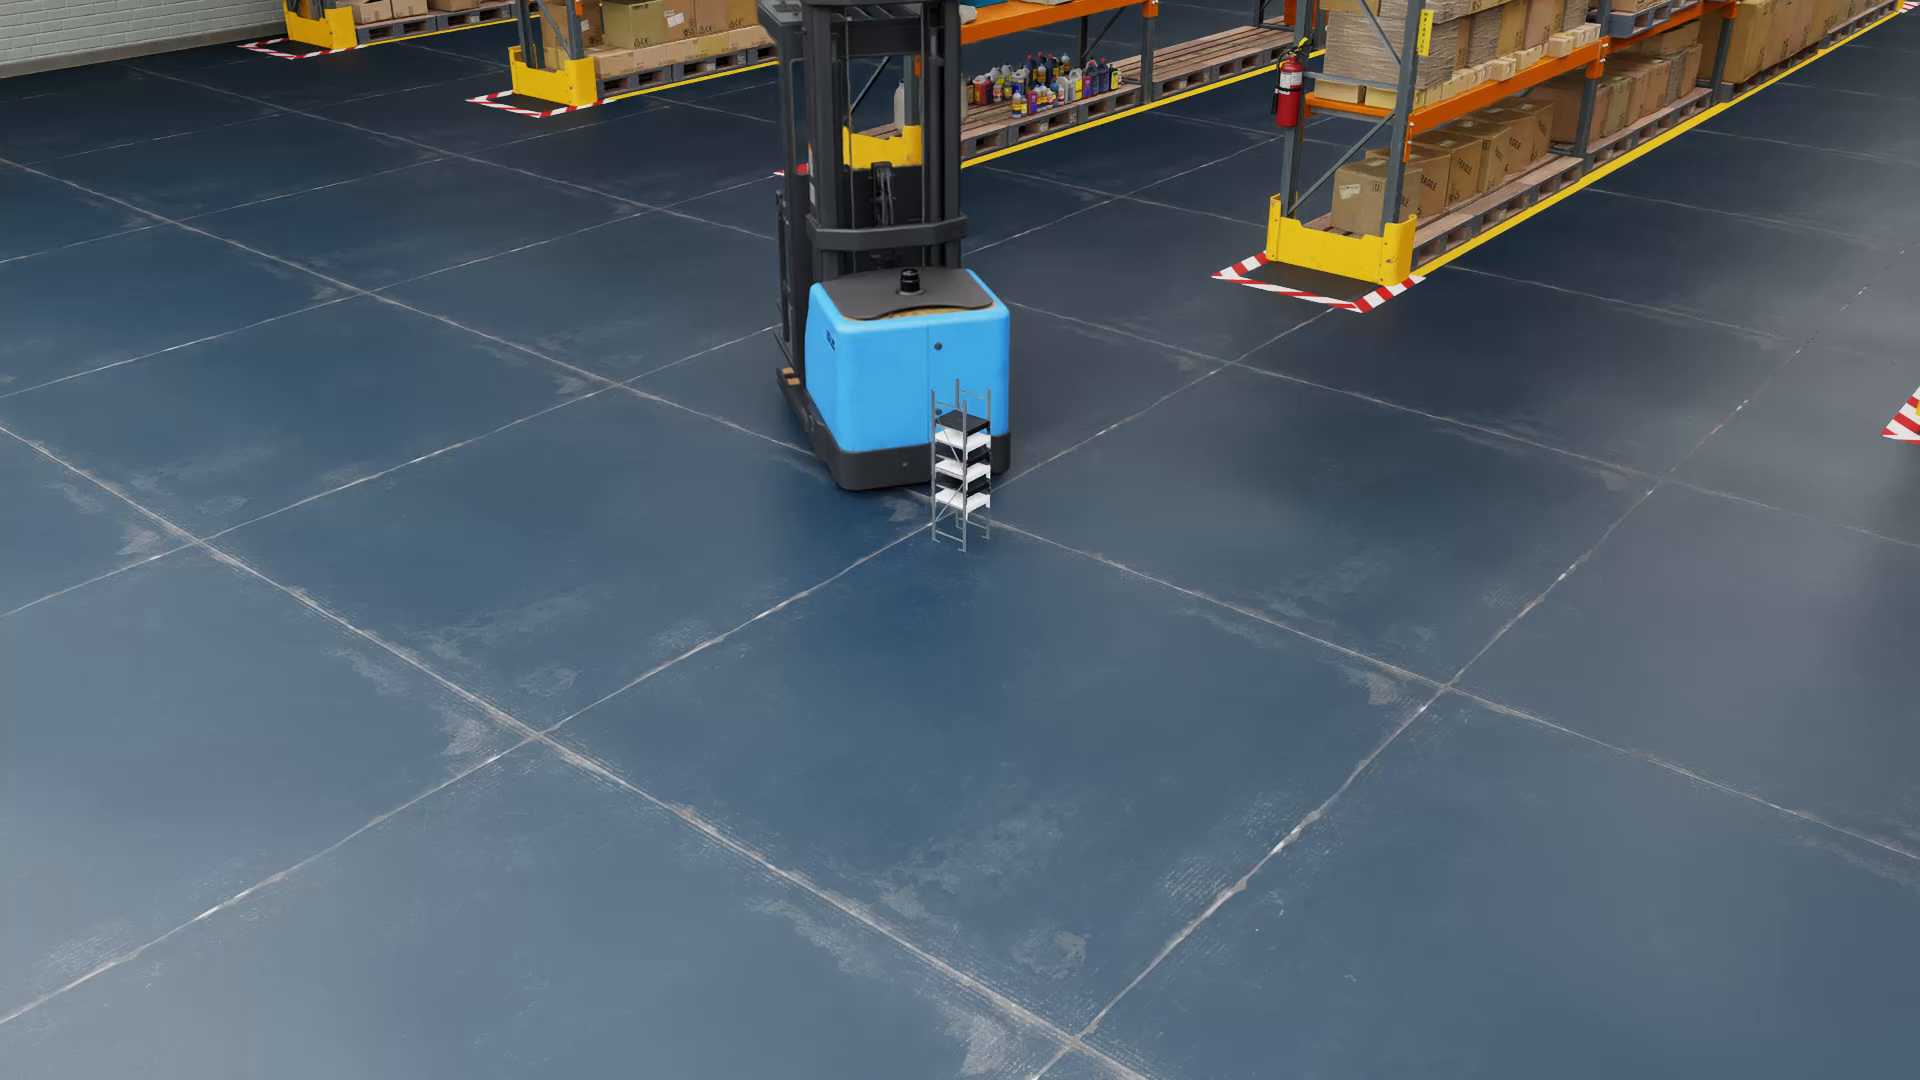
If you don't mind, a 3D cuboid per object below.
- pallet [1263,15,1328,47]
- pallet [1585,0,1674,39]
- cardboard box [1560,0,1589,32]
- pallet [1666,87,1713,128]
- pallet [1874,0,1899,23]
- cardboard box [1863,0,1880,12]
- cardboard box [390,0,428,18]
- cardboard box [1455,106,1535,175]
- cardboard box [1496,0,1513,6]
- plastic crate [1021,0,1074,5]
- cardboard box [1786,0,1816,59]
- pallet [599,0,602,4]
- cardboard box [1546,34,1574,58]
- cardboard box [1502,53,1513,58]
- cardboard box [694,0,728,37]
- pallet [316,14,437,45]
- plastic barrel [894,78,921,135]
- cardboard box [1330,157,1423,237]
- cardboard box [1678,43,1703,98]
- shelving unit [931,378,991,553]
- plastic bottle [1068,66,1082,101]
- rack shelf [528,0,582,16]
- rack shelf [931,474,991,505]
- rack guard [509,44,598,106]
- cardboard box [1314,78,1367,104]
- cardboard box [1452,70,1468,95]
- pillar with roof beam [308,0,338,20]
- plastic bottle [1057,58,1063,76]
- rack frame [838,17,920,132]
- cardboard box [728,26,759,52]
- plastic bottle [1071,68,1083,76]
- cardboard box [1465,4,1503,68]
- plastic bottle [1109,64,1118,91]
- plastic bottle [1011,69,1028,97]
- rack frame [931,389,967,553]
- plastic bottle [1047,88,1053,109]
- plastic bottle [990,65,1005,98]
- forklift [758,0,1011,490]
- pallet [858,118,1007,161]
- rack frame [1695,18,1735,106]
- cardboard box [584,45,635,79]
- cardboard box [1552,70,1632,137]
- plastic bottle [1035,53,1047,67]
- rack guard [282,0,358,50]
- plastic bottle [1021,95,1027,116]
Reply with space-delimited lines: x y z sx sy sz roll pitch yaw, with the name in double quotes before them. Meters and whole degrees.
"pallet" 4.751 -6.864 22.289 1.003 0.211 1.213 21 34 34
"pallet" 6.158 -5.088 16.030 1.003 0.211 1.213 21 34 34
"cardboard box" 5.225 -4.980 15.180 0.875 0.500 0.500 21 34 34
"pallet" 7.605 -4.848 18.392 1.003 0.211 1.213 21 34 34
"pallet" 12.744 -7.655 23.817 1.003 0.211 1.213 21 34 34
"cardboard box" 12.268 -7.870 23.053 0.875 0.875 0.875 21 34 34
"cardboard box" -7.579 -7.292 22.529 0.500 0.311 0.500 24 36 38
"cardboard box" 4.915 -3.686 15.374 0.500 0.500 0.500 -16 31 -28
"cardboard box" 4.215 -4.616 13.387 0.500 0.500 0.500 21 34 34
"plastic crate" 0.900 -5.626 17.147 0.530 0.136 0.437 21 34 34
"cardboard box" 9.688 -6.475 20.356 1.225 0.875 0.875 19 33 33
"pallet" -5.413 -8.326 25.115 1.003 0.211 1.213 21 34 34
"cardboard box" 5.205 -4.393 14.751 0.380 0.149 0.250 21 34 34
"cardboard box" 4.466 -4.078 14.141 0.380 0.149 0.250 21 34 34
"cardboard box" -3.158 -6.378 20.034 0.500 0.500 0.500 21 34 34
"pallet" -7.859 -6.936 22.428 1.003 0.211 1.213 21 34 34
"plastic barrel" -0.447 -4.312 16.571 0.421 0.512 0.421 0 27 0
"cardboard box" 3.425 -2.820 13.700 0.500 0.500 0.500 -21 34 -35
"cardboard box" 7.693 -5.205 18.289 0.700 0.500 0.500 19 33 32
"shelving unit" 0.005 -0.403 9.049 0.258 0.900 0.210 21 34 34
"plastic bottle" 1.223 -4.916 17.893 0.144 0.351 0.185 21 34 34
"rack shelf" -3.355 -6.813 19.938 1.077 0.370 4.000 21 34 34
"rack shelf" 0.005 -0.293 9.105 0.258 0.077 0.200 21 34 34
"rack guard" -4.642 -5.305 18.960 1.175 0.500 0.348 21 34 34
"cardboard box" 3.037 -3.577 13.173 0.380 0.149 0.250 21 34 34
"cardboard box" 3.868 -3.709 13.428 0.380 0.149 0.250 21 34 34
"pillar with roof beam" -5.352 -9.777 18.356 9.100 9.000 0.400 21 34 34
"plastic bottle" 1.094 -5.243 18.598 0.061 0.283 0.133 21 34 34
"rack frame" -0.807 -4.975 15.601 1.000 3.000 0.127 21 34 34
"cardboard box" -2.841 -6.223 20.550 0.500 0.250 0.500 21 34 34
"plastic bottle" 1.298 -5.032 18.198 0.152 0.276 0.135 21 34 34
"cardboard box" 3.963 -4.267 13.802 0.875 0.500 0.500 21 34 34
"plastic bottle" 1.686 -5.115 18.350 0.061 0.283 0.133 23 35 37
"plastic bottle" 0.644 -4.961 18.062 0.152 0.276 0.135 21 34 34
"rack frame" -0.059 -0.367 8.979 0.240 0.900 0.006 21 34 34
"plastic bottle" 0.931 -4.671 17.581 0.097 0.201 0.097 0 27 0
"plastic bottle" 0.395 -4.963 17.983 0.144 0.351 0.185 22 35 36
"forklift" -0.599 -2.249 10.408 1.130 2.935 3.031 -8 28 -14
"pallet" -0.274 -4.063 16.875 1.003 0.211 1.213 21 34 34
"rack frame" 8.103 -6.363 18.286 1.000 3.000 0.127 21 34 34
"cardboard box" -4.114 -5.514 19.179 0.500 0.250 0.500 21 34 34
"cardboard box" 6.284 -4.405 16.743 0.700 0.500 0.500 21 34 34
"plastic bottle" 0.904 -5.247 18.532 0.144 0.351 0.185 22 34 36
"rack guard" -8.403 -6.787 21.825 1.175 0.500 0.348 21 34 34
"plastic bottle" 0.653 -4.516 17.281 0.097 0.201 0.097 0 27 0
